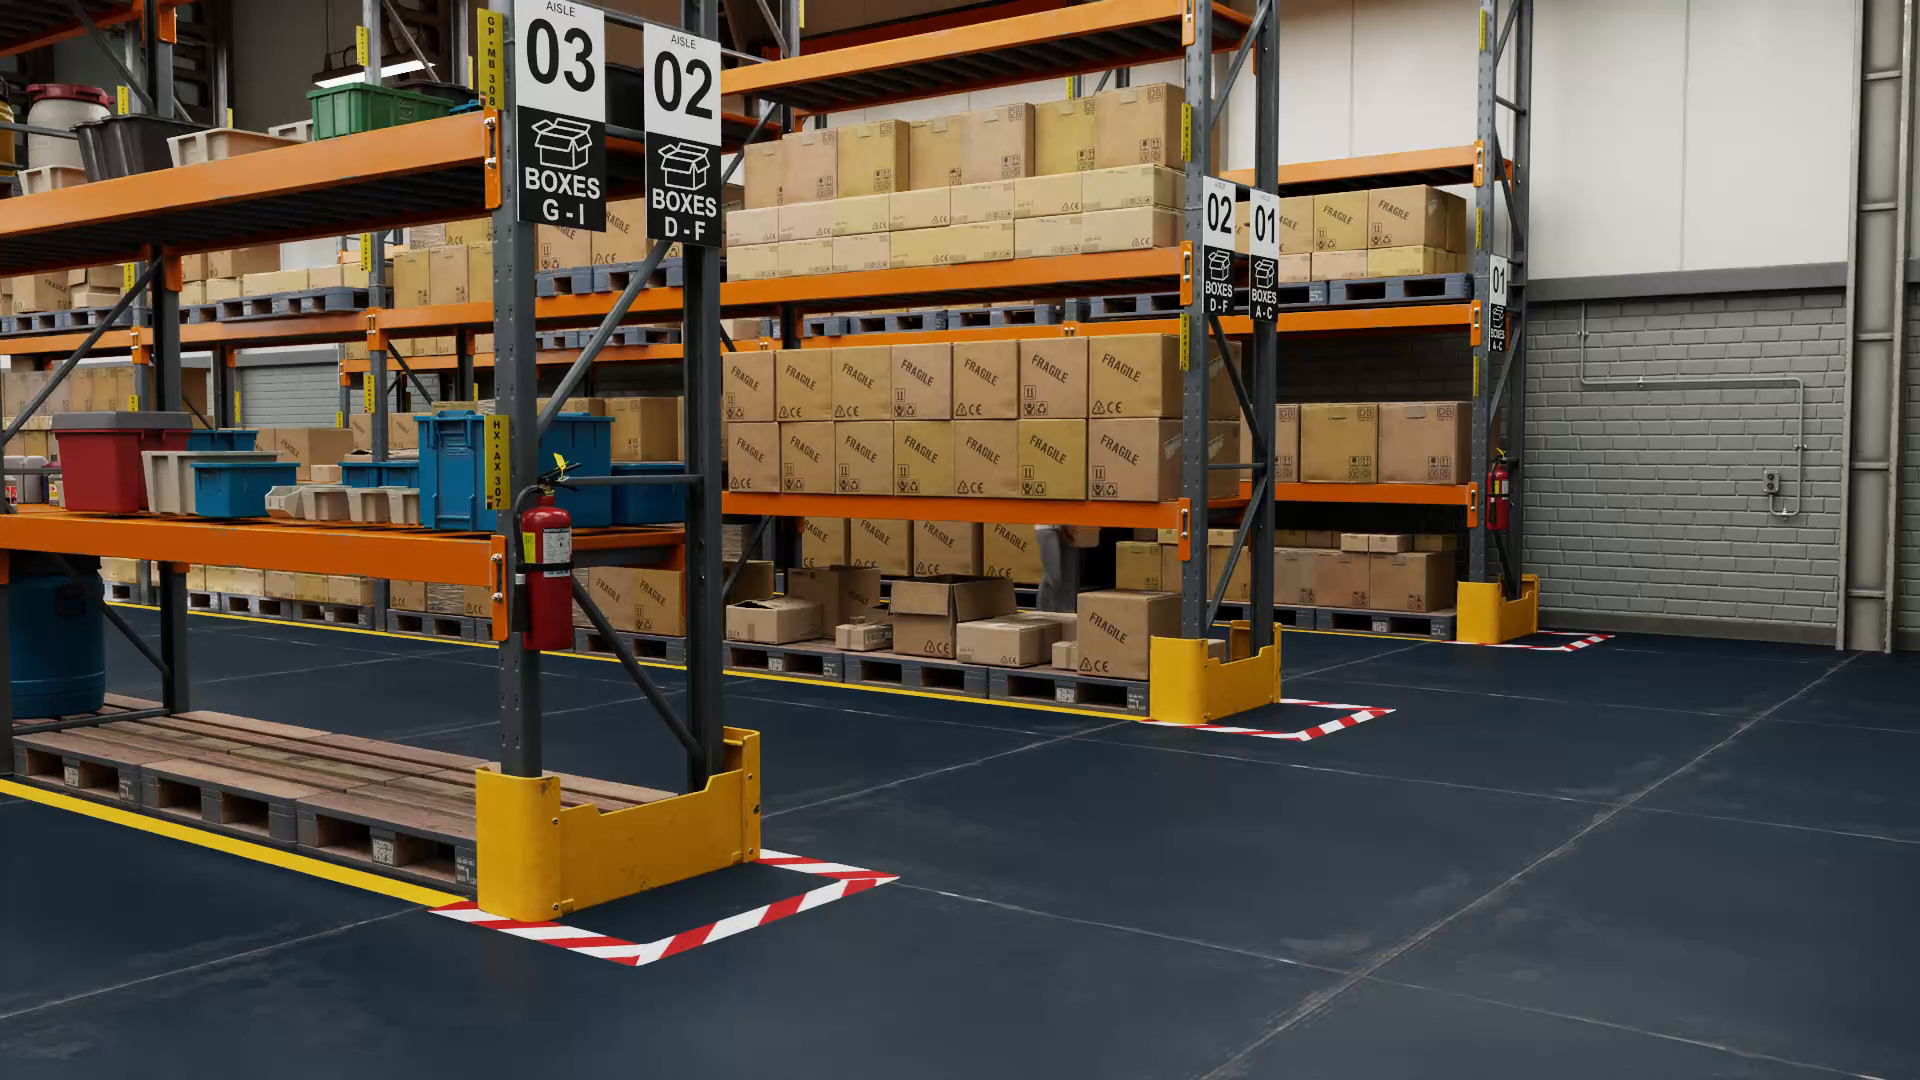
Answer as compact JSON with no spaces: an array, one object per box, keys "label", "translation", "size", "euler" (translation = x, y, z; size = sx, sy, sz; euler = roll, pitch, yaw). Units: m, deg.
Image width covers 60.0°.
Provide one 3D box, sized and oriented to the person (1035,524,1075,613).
[{"label":"person","translation":[0.918,-0.068,15.094],"size":[0.454,1.687,0.474],"euler":[2,4,35]}]
